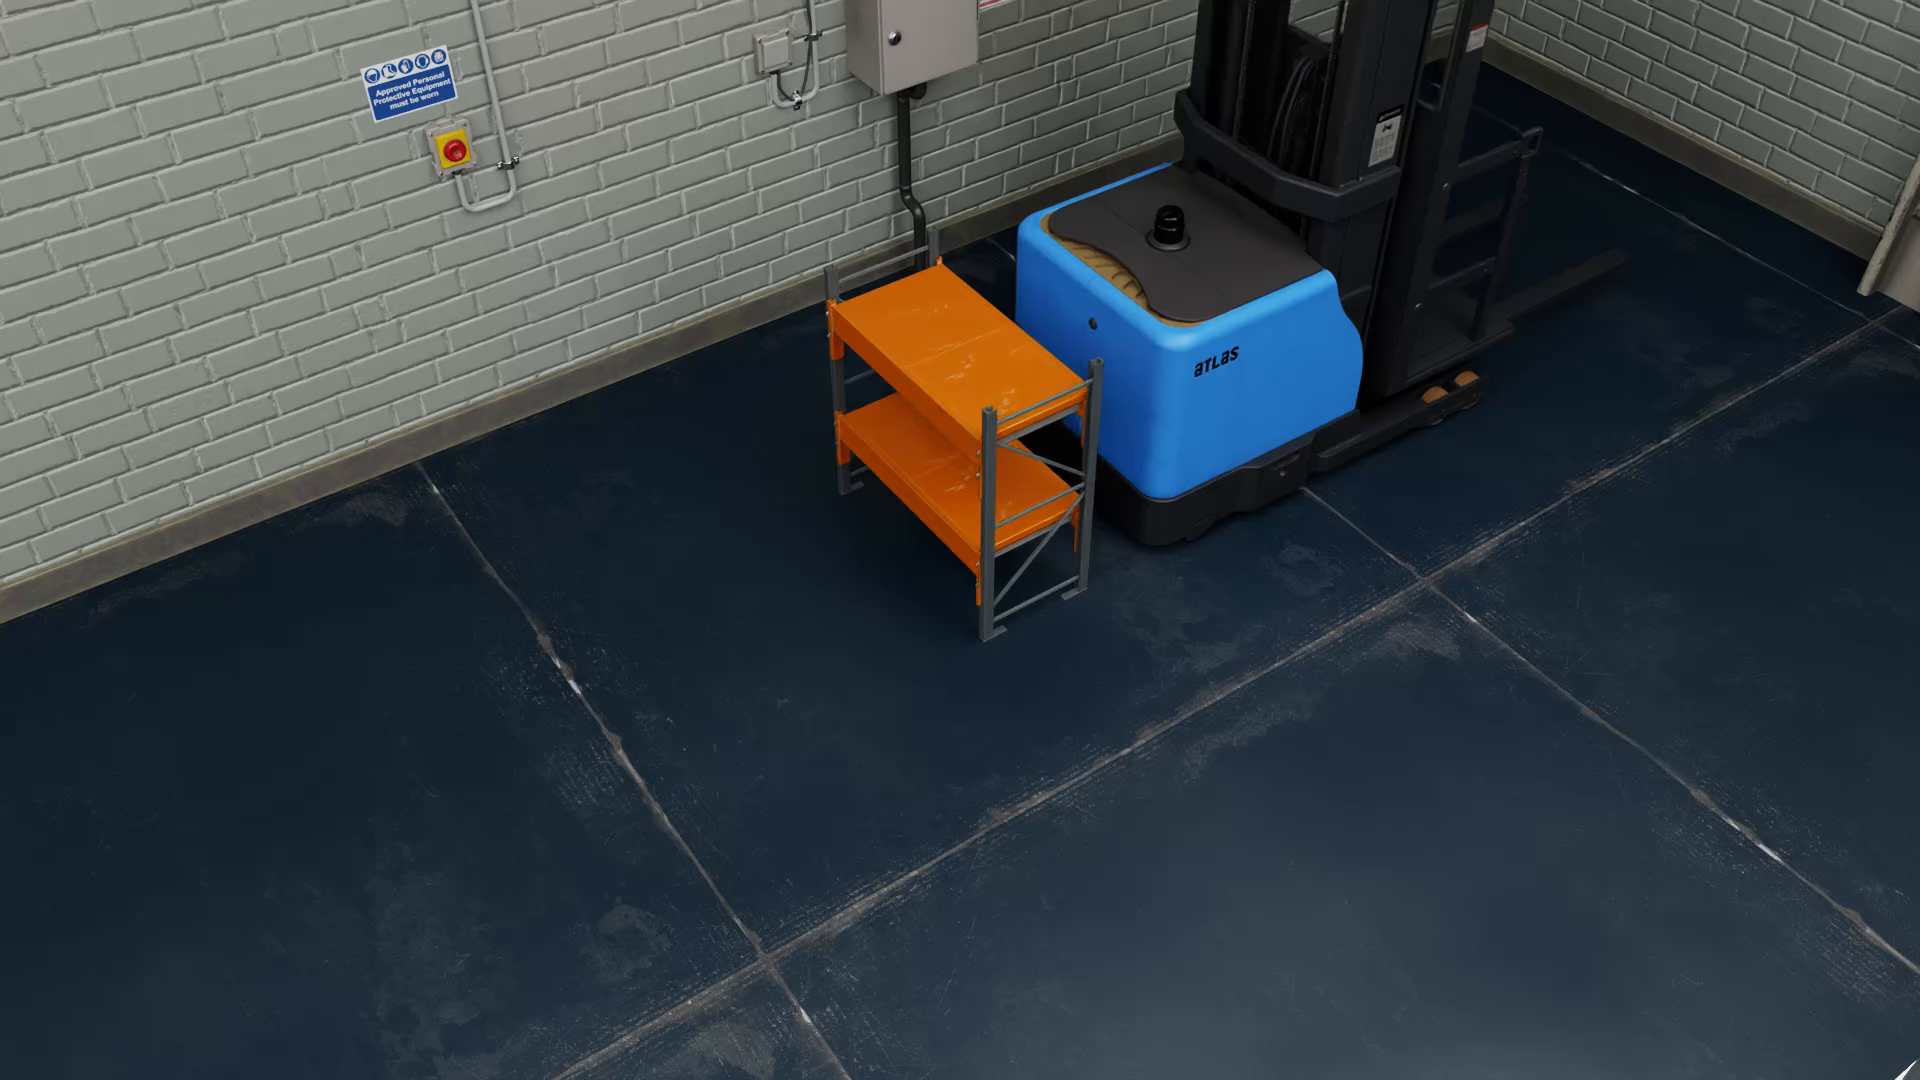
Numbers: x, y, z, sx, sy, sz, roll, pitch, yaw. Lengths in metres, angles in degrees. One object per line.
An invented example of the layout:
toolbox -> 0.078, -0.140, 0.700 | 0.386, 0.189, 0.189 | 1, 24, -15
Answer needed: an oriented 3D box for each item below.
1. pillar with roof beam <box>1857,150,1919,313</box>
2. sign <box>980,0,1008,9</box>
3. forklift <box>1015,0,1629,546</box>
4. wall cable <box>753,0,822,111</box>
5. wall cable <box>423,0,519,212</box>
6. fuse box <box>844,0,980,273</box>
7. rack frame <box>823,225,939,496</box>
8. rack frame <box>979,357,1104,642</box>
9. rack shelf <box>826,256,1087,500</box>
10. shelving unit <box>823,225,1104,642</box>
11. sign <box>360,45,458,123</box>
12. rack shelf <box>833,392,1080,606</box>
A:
pillar with roof beam -> 1.022, -2.704, 3.065 | 9.100, 9.000, 0.400 | -26, 49, -24
sign -> 0.135, -2.598, 7.368 | 0.329, 0.494, 0.001 | -26, 49, -24
forklift -> 1.717, -1.842, 6.557 | 3.031, 2.935, 1.130 | -25, 49, -24
wall cable -> -0.801, -2.507, 6.468 | 0.588, 1.984, 0.122 | -26, 49, -24
wall cable -> -1.958, -1.951, 5.863 | 0.585, 1.953, 0.123 | -26, 49, -24
fuse box -> -0.152, -1.854, 7.453 | 0.539, 1.711, 0.414 | -26, 49, -24
rack frame -> -0.295, -0.699, 6.667 | 0.500, 1.125, 0.032 | -26, 49, -24
rack frame -> 0.287, -0.123, 6.064 | 0.500, 1.125, 0.032 | -26, 49, -24
rack shelf -> -0.004, -0.622, 6.163 | 0.538, 0.278, 1.000 | -26, 49, -24
shelving unit -> -0.004, -0.411, 6.366 | 0.538, 1.125, 1.048 | -26, 49, -24
sign -> -2.033, -1.686, 6.148 | 0.327, 0.218, 0.001 | -26, 49, -24
rack shelf -> -0.004, -0.234, 6.534 | 0.538, 0.278, 1.000 | -26, 49, -24
